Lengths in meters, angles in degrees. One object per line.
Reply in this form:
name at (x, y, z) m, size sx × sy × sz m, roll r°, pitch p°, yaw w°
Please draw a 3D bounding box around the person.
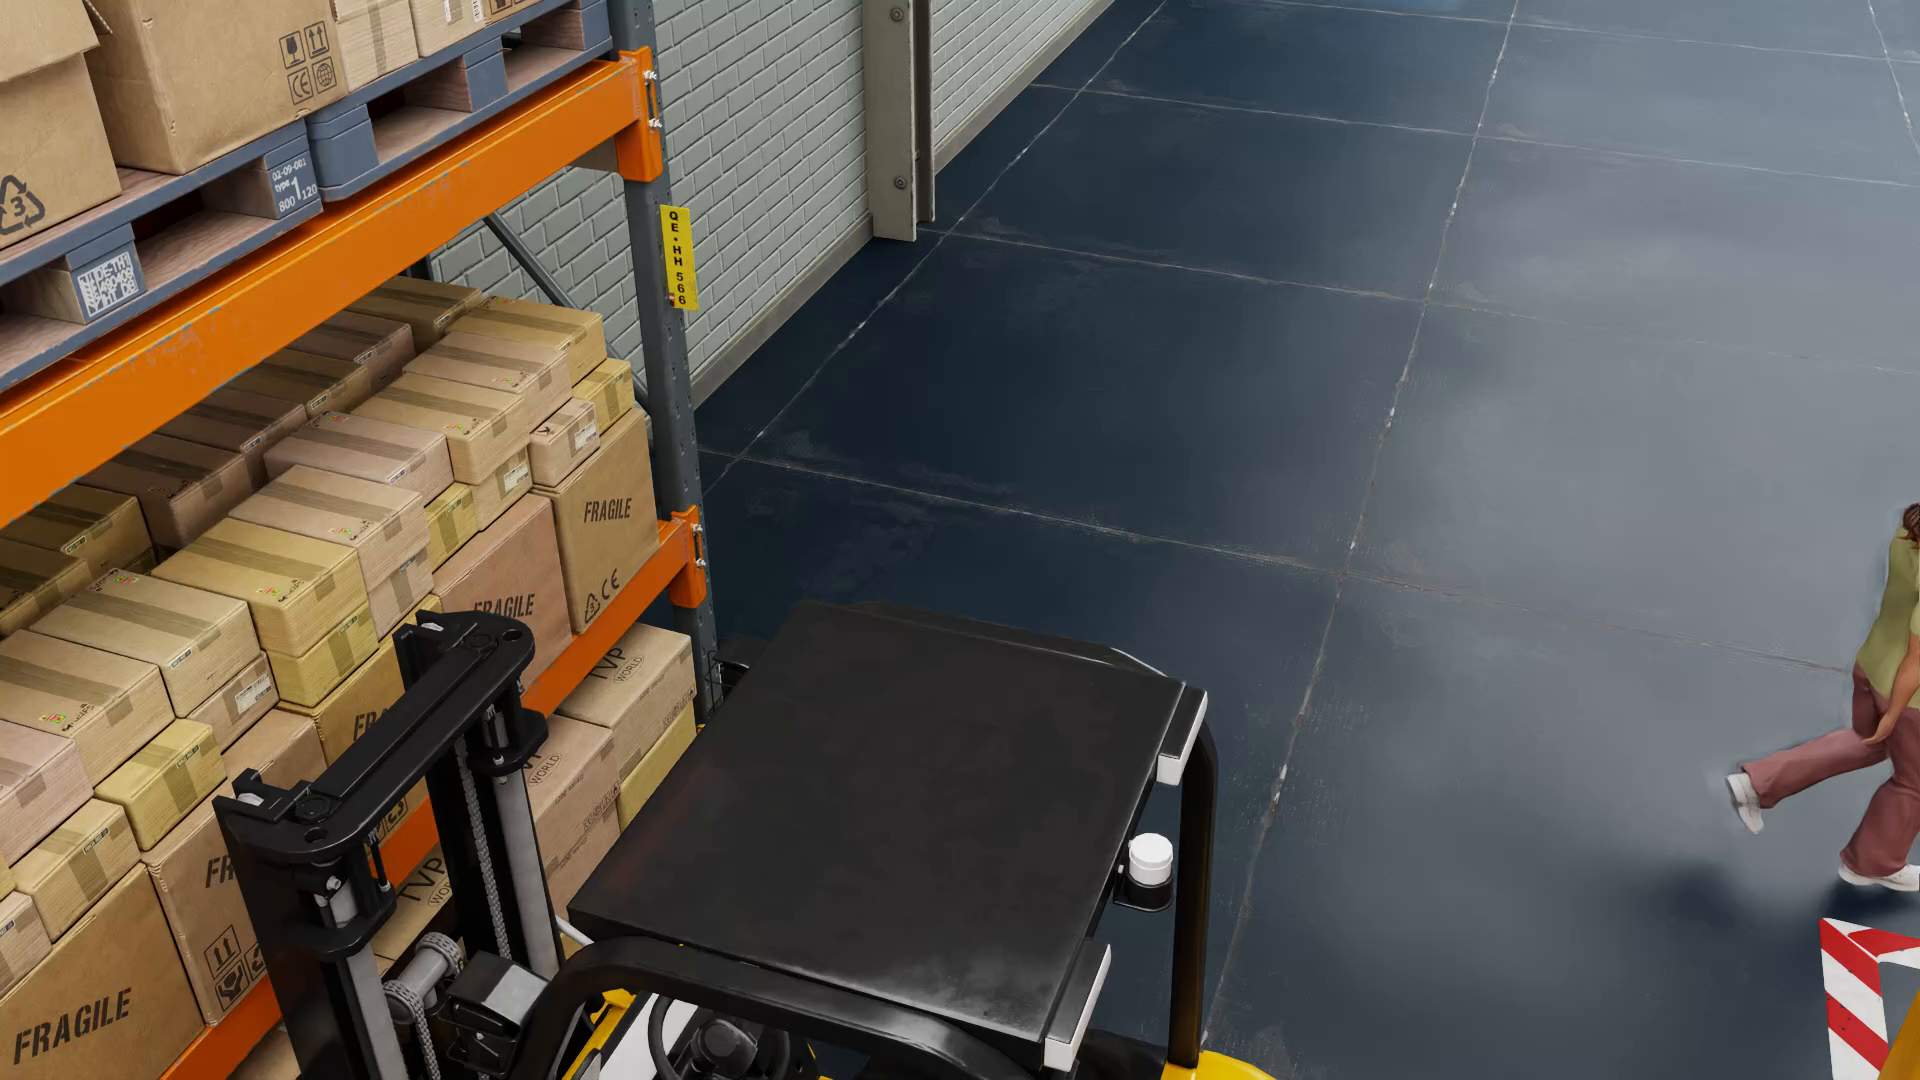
person at (3.021, 0.462, 5.410) m, size 0.723 × 1.646 × 0.450 m, roll 2°, pitch 33°, yaw 3°
